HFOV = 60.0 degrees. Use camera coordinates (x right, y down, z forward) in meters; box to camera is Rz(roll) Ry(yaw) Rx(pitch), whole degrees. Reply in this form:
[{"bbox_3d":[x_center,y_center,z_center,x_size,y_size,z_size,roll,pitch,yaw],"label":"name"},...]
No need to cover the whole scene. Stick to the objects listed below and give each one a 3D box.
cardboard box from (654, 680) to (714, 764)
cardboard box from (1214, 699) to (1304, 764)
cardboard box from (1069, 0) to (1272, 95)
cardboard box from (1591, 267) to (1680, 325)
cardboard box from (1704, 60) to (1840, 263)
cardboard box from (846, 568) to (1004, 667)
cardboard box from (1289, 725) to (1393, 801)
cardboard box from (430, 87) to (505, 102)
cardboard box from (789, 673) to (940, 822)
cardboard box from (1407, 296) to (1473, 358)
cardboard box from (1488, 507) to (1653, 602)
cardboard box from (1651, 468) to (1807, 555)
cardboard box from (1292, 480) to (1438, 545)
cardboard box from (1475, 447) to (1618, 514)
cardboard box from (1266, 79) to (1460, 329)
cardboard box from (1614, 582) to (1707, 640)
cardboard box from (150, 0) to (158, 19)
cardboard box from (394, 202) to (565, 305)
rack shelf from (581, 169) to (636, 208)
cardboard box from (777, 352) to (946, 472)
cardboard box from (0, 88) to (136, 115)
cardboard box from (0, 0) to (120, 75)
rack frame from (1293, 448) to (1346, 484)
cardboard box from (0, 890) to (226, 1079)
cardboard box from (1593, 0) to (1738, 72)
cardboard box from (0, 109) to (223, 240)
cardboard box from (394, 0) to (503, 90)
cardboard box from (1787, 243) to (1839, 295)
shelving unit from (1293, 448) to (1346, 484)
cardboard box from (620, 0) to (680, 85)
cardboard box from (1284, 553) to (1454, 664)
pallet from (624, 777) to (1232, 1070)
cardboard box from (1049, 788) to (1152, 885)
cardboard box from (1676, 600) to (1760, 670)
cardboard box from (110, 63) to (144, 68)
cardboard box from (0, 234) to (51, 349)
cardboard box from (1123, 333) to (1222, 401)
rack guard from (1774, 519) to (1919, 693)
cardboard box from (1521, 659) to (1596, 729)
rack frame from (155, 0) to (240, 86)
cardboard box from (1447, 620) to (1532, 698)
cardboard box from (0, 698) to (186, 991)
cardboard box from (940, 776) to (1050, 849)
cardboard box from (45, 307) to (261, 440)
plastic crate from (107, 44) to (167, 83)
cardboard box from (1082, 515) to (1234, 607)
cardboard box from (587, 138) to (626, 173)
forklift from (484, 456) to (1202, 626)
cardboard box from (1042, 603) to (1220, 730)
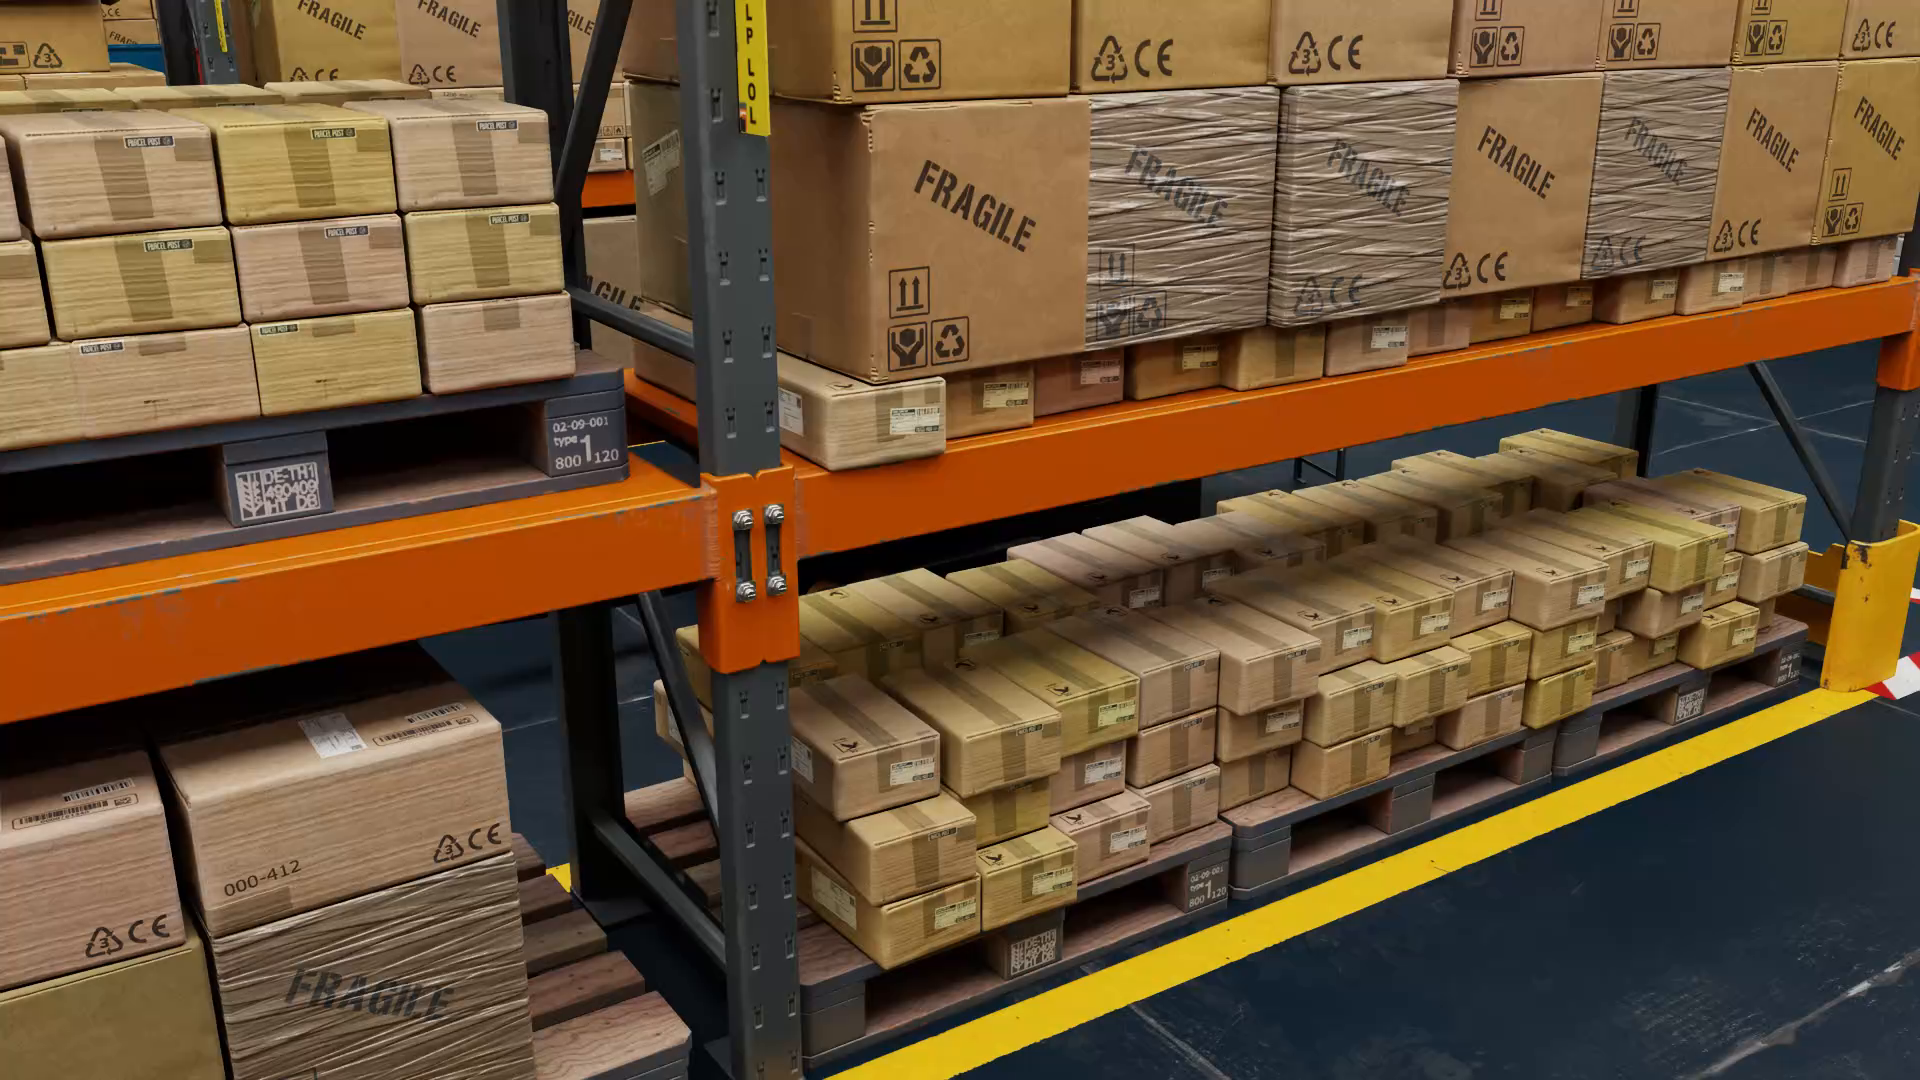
[{"bbox_3d":[-0.557,0.449,4.064,0.250,0.149,0.380,-11,22,-30],"label":"cardboard box"},{"bbox_3d":[0.649,0.401,4.205,0.250,0.149,0.380,-11,21,-29],"label":"cardboard box"},{"bbox_3d":[0.290,-1.193,3.407,0.500,0.500,0.500,-13,22,-33],"label":"cardboard box"},{"bbox_3d":[1.713,-0.702,4.530,0.250,0.149,0.380,-13,23,-34],"label":"cardboard box"},{"bbox_3d":[2.029,-1.077,4.625,0.500,0.500,0.500,-12,22,-32],"label":"cardboard box"},{"bbox_3d":[-0.096,0.215,4.292,0.250,0.149,0.380,-12,22,-32],"label":"cardboard box"},{"bbox_3d":[0.897,0.513,4.340,0.250,0.149,0.380,-13,22,-33],"label":"cardboard box"},{"bbox_3d":[-2.334,-1.934,7.553,0.500,0.250,0.500,-12,22,-32],"label":"cardboard box"},{"bbox_3d":[-0.244,0.443,3.616,0.250,0.149,0.380,-11,22,-29],"label":"cardboard box"},{"bbox_3d":[1.043,-0.569,4.137,0.250,0.149,0.380,-11,22,-29],"label":"cardboard box"},{"bbox_3d":[1.754,0.042,4.803,0.250,0.149,0.380,-13,23,-34],"label":"cardboard box"},{"bbox_3d":[2.393,-0.095,5.208,0.250,0.149,0.380,-12,22,-31],"label":"cardboard box"},{"bbox_3d":[1.228,-0.051,5.080,0.250,0.149,0.380,-11,22,-29],"label":"cardboard box"},{"bbox_3d":[1.907,-0.174,5.442,0.250,0.149,0.380,-11,22,-30],"label":"cardboard box"},{"bbox_3d":[0.757,-0.797,3.799,0.500,0.500,0.500,-12,22,-33],"label":"cardboard box"},{"bbox_3d":[1.979,0.146,4.959,0.250,0.149,0.380,-13,23,-34],"label":"cardboard box"},{"bbox_3d":[-7.325,-5.126,15.507,0.500,0.500,0.500,-13,22,-33],"label":"cardboard box"},{"bbox_3d":[-0.869,-0.519,2.868,0.250,0.149,0.380,-11,22,-30],"label":"cardboard box"},{"bbox_3d":[-1.618,-1.777,8.441,4.000,0.370,1.077,-12,22,-31],"label":"rack shelf"},{"bbox_3d":[-0.229,-0.264,3.236,0.250,0.149,0.380,-11,22,-29],"label":"cardboard box"},{"bbox_3d":[-1.672,-0.741,3.061,0.250,0.149,0.380,-12,22,-31],"label":"cardboard box"},{"bbox_3d":[-3.818,-2.173,6.768,0.637,0.503,0.797,-13,22,-33],"label":"cardboard box"},{"bbox_3d":[1.587,-0.929,7.151,0.023,1.500,0.400,-6,20,-17],"label":"rack frame"},{"bbox_3d":[-1.553,0.852,2.788,0.500,0.500,0.500,-13,22,-33],"label":"cardboard box"},{"bbox_3d":[1.598,-1.457,4.190,0.500,0.500,0.500,-11,21,-29],"label":"cardboard box"},{"bbox_3d":[-1.314,-0.567,2.547,0.250,0.149,0.380,-13,22,-33],"label":"cardboard box"},{"bbox_3d":[-2.333,-2.291,7.438,0.500,0.500,0.500,-12,22,-31],"label":"cardboard box"},{"bbox_3d":[2.350,-0.840,4.938,0.250,0.149,0.380,-12,22,-31],"label":"cardboard box"},{"bbox_3d":[1.238,-0.893,7.046,0.755,1.500,0.431,-6,20,-17],"label":"shelving unit"},{"bbox_3d":[-0.401,-1.238,3.542,0.500,0.500,0.500,-13,23,-33],"label":"cardboard box"},{"bbox_3d":[1.076,0.175,4.410,0.250,0.149,0.380,-12,22,-31],"label":"cardboard box"},{"bbox_3d":[-0.104,0.772,4.131,1.213,0.211,1.003,-12,22,-31],"label":"pallet"},{"bbox_3d":[0.237,0.648,3.941,0.250,0.149,0.380,-12,22,-32],"label":"cardboard box"},{"bbox_3d":[2.212,0.247,5.127,0.250,0.149,0.380,-11,22,-30],"label":"cardboard box"},{"bbox_3d":[-3.810,-1.799,7.226,0.500,0.500,0.500,-12,22,-31],"label":"cardboard box"},{"bbox_3d":[-1.523,-0.380,2.457,0.250,0.149,0.380,-13,22,-33],"label":"cardboard box"},{"bbox_3d":[0.370,-0.437,3.746,0.250,0.149,0.380,-13,23,-34],"label":"cardboard box"},{"bbox_3d":[2.632,0.072,5.751,0.348,0.500,1.175,-12,22,-31],"label":"rack guard"},{"bbox_3d":[1.566,0.379,4.736,0.250,0.149,0.380,-13,23,-34],"label":"cardboard box"},{"bbox_3d":[-3.289,-1.766,7.284,0.127,3.000,1.000,-12,22,-31],"label":"rack frame"},{"bbox_3d":[1.329,0.281,4.561,0.250,0.149,0.380,-11,21,-29],"label":"cardboard box"},{"bbox_3d":[-1.565,0.495,2.674,0.500,0.250,0.500,-11,21,-29],"label":"cardboard box"},{"bbox_3d":[-0.004,0.543,3.787,0.250,0.149,0.380,-12,22,-31],"label":"cardboard box"},{"bbox_3d":[-1.294,-0.289,2.652,0.250,0.149,0.380,-12,22,-32],"label":"cardboard box"},{"bbox_3d":[-5.810,-3.285,11.708,0.575,0.384,0.392,-12,22,-31],"label":"plastic crate"},{"bbox_3d":[0.558,0.067,4.730,0.250,0.149,0.380,-13,23,-33],"label":"cardboard box"},{"bbox_3d":[-1.776,-1.838,7.890,0.250,0.149,0.380,-12,22,-31],"label":"cardboard box"},{"bbox_3d":[-0.516,-1.273,5.933,3.031,2.935,1.130,-13,22,-33],"label":"forklift"},{"bbox_3d":[0.408,0.301,4.038,0.250,0.149,0.380,-13,22,-33],"label":"cardboard box"}]
